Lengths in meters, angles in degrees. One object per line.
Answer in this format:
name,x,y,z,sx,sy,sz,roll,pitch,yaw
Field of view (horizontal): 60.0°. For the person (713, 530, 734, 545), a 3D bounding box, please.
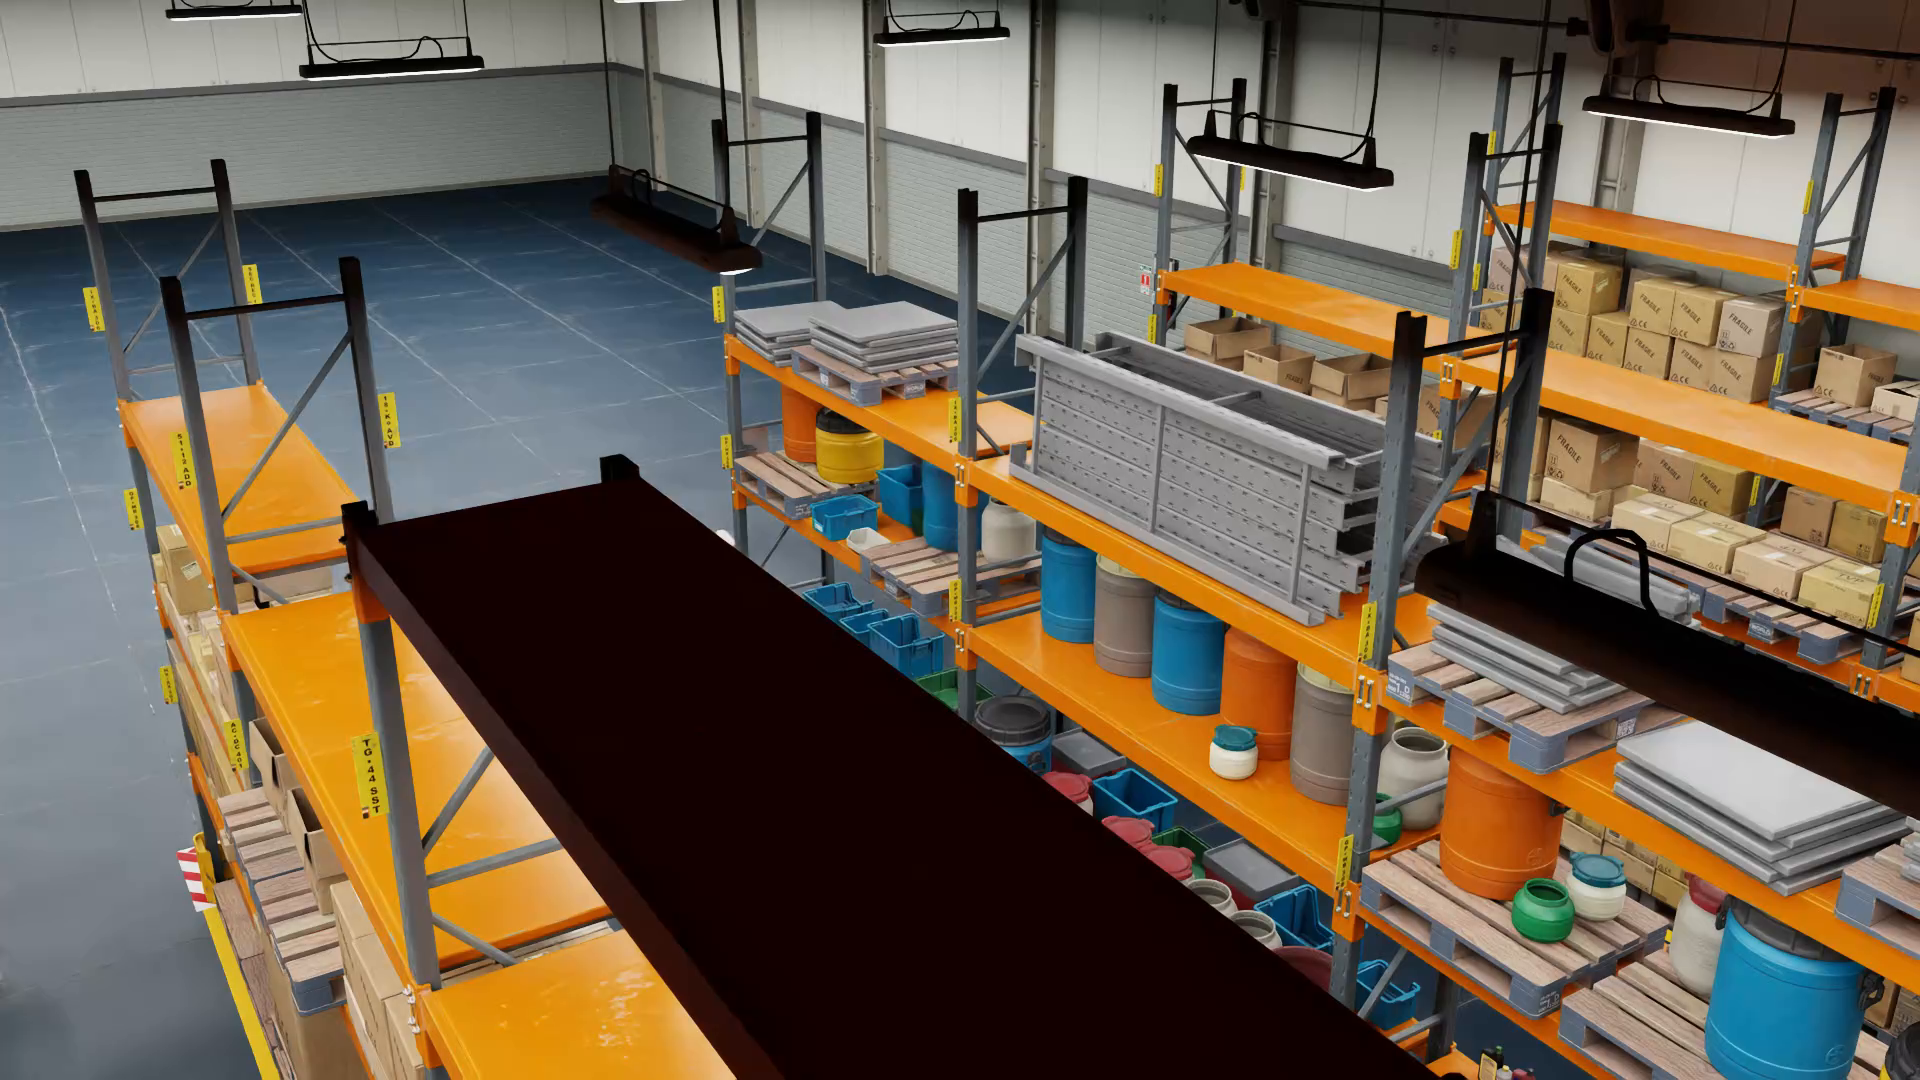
person,-2.443,0.715,17.290,0.842,1.757,0.549,-6,23,-14
